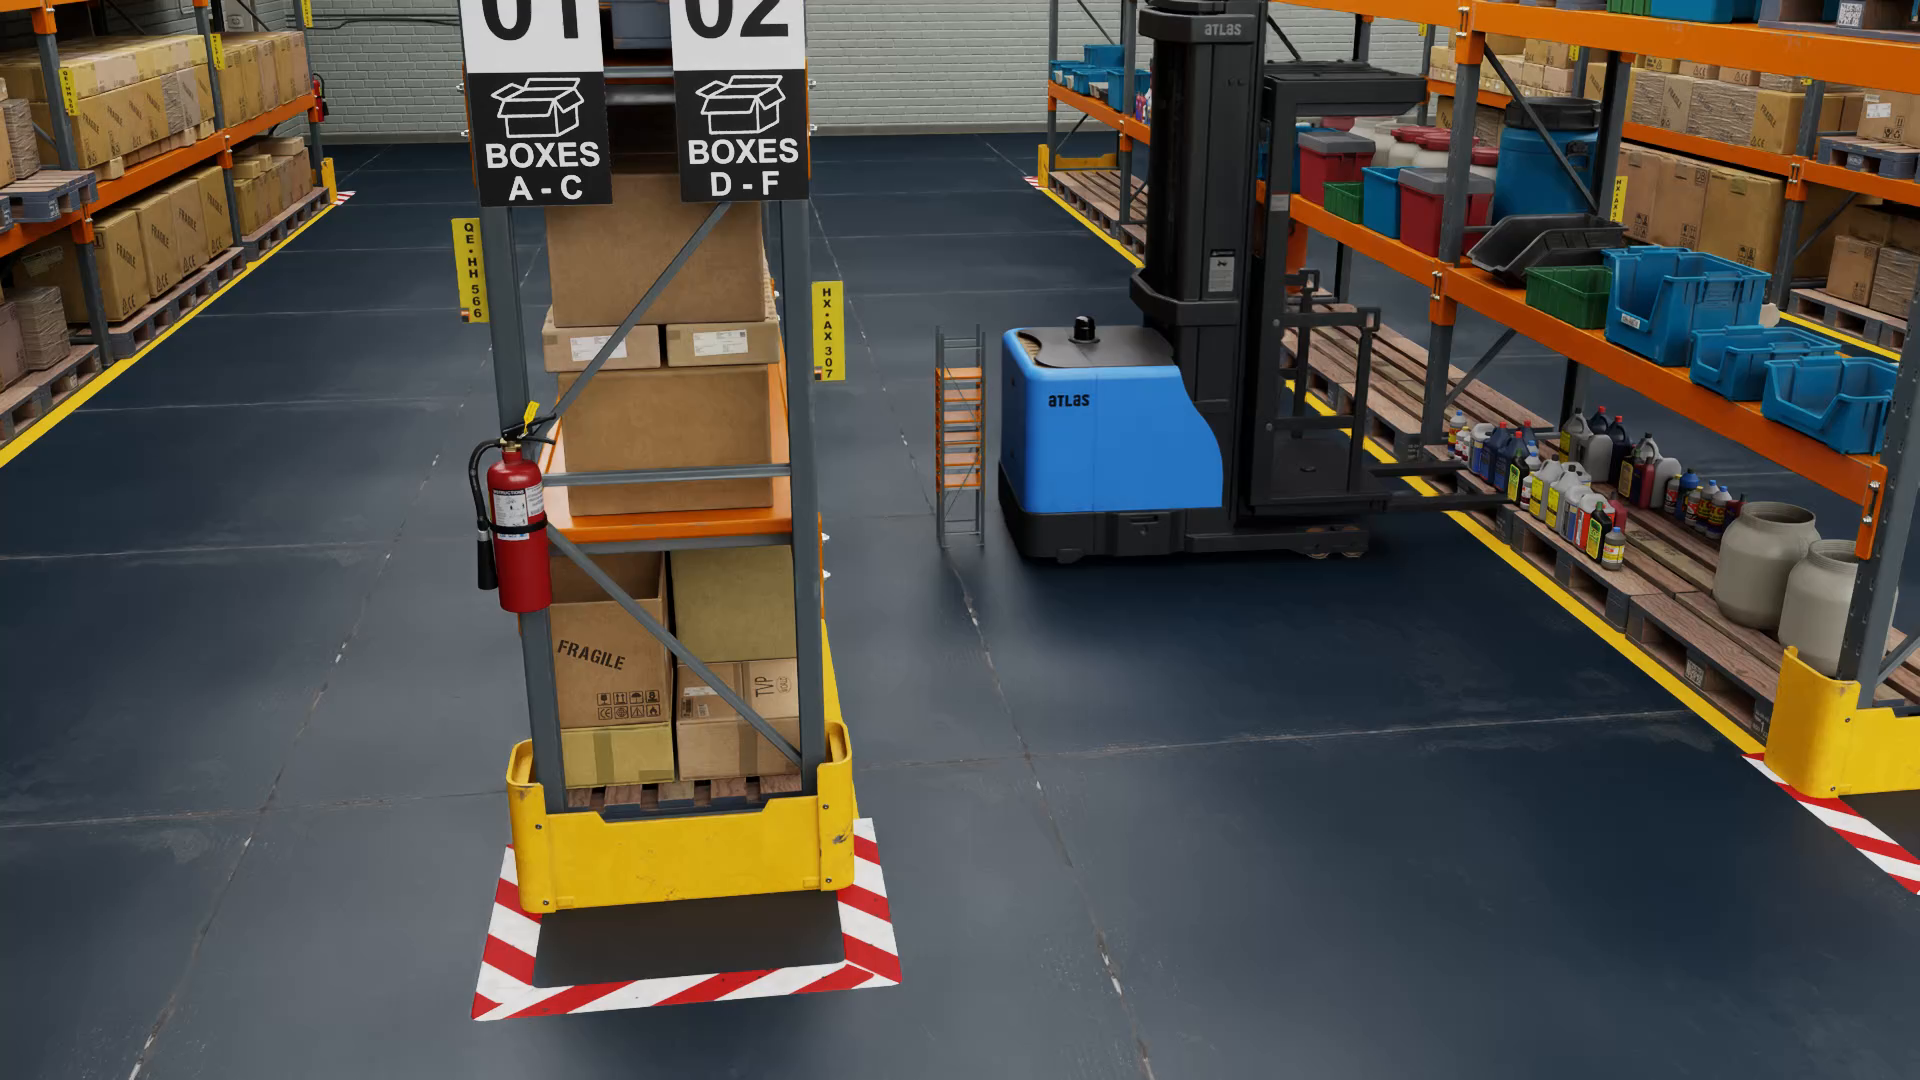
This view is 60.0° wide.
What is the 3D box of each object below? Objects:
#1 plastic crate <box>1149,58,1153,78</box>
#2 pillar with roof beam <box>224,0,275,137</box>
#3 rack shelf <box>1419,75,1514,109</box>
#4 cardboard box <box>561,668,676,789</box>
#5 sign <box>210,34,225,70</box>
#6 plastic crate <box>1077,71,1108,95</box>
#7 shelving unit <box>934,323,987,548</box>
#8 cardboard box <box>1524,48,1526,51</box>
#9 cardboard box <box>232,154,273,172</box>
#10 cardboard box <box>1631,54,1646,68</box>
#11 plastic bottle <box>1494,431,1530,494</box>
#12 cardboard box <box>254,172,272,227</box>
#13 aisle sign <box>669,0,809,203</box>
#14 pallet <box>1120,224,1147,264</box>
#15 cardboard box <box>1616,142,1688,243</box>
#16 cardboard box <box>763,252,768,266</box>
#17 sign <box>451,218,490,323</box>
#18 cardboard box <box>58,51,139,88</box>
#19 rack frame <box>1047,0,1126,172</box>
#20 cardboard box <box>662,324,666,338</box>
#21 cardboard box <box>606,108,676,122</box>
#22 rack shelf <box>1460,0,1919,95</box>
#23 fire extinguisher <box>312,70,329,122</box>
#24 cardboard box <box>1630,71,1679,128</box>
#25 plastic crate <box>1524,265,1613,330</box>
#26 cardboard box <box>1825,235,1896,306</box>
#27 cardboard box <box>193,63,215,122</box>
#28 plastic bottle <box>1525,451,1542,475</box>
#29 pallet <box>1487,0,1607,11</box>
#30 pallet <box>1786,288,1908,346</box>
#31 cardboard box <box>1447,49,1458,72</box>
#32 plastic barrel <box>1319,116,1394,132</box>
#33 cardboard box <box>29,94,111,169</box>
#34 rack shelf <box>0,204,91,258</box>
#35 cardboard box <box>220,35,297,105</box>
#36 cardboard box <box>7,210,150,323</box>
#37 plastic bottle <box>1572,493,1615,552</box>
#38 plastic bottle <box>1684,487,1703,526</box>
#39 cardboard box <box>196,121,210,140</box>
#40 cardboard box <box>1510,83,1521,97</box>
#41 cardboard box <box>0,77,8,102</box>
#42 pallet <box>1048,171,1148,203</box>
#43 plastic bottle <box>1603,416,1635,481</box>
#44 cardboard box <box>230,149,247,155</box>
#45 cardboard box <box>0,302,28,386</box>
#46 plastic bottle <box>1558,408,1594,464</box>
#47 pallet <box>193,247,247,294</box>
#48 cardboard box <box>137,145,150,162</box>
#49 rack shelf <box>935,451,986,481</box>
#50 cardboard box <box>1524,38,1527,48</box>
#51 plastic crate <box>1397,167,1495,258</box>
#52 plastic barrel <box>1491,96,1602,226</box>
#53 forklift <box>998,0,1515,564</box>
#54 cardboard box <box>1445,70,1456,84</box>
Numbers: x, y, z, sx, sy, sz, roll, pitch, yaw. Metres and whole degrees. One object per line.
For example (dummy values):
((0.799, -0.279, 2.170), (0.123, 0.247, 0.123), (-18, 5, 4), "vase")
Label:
((2.316, -4.990, 18.113), (0.402, 0.464, 0.583), (-3, 21, -8), "plastic crate")
((-5.169, -9.414, 21.561), (9.100, 9.000, 0.400), (-3, 21, -8), "pillar with roof beam")
((6.809, -5.216, 19.922), (1.077, 0.370, 4.000), (-3, 21, -8), "rack shelf")
((-1.346, 0.713, 6.348), (0.500, 0.250, 0.500), (-3, 21, -8), "cardboard box")
((-7.072, -4.647, 15.829), (0.100, 0.325, 0.005), (-3, 21, -8), "sign")
((1.562, -5.283, 19.228), (0.416, 0.233, 0.300), (-3, 21, -8), "plastic crate")
((0.002, -0.557, 8.993), (0.258, 1.200, 0.189), (-3, 21, -8), "shelving unit")
((6.926, -5.984, 20.740), (0.500, 0.250, 0.500), (-3, 21, -9), "cardboard box")
((-7.558, -4.013, 17.719), (0.380, 0.149, 0.250), (-4, 21, -9), "cardboard box")
((7.198, -5.156, 17.158), (0.797, 0.503, 0.637), (-3, 21, -9), "cardboard box")
((3.082, -0.440, 9.264), (0.144, 0.351, 0.185), (-4, 21, -10), "plastic bottle")
((-7.683, -3.575, 17.472), (0.700, 0.500, 0.500), (-3, 21, -8), "cardboard box")
((-0.664, -1.418, 5.009), (0.394, 0.787, 0.004), (-3, 21, -8), "aisle sign")
((2.266, -3.035, 17.040), (1.003, 0.211, 1.213), (-3, 21, -8), "pallet")
((7.339, -3.532, 16.821), (1.225, 0.875, 0.875), (-4, 21, -10), "cardboard box")
((-0.970, -1.062, 6.702), (0.380, 0.149, 0.250), (-4, 21, -10), "cardboard box")
((-1.515, -0.838, 5.179), (0.100, 0.325, 0.005), (-3, 21, -8), "sign")
((-6.995, -3.802, 13.440), (0.500, 0.250, 0.500), (-3, 21, -7), "cardboard box")
((1.620, -5.995, 20.981), (1.000, 3.000, 0.127), (-3, 21, -8), "rack frame")
((-1.111, -0.598, 6.387), (0.700, 0.500, 0.500), (-2, 21, -6), "cardboard box")
((-1.265, -1.572, 7.141), (0.700, 0.500, 0.500), (-3, 21, -8), "cardboard box")
((3.638, -2.216, 7.604), (1.077, 0.370, 4.000), (-3, 21, -8), "rack shelf")
((-7.749, -5.360, 19.924), (0.296, 0.674, 0.183), (-3, 21, -8), "fire extinguisher")
((7.061, -4.388, 16.534), (0.500, 0.500, 0.500), (-3, 21, -9), "cardboard box")
((3.266, -1.257, 8.598), (0.450, 0.188, 0.662), (-3, 21, -8), "plastic crate")
((7.790, -2.279, 13.976), (0.700, 0.500, 0.500), (-4, 21, -11), "cardboard box")
((-7.291, -4.159, 15.468), (0.500, 0.500, 0.500), (-3, 21, -9), "cardboard box")
((3.141, -0.354, 9.147), (0.097, 0.271, 0.097), (0, 20, 0), "plastic bottle")
((3.550, -2.912, 8.710), (1.213, 0.211, 1.003), (-3, 21, -8), "pallet")
((7.785, -1.898, 13.997), (1.003, 0.211, 1.213), (-3, 21, -8), "pallet")
((6.404, -5.955, 20.662), (0.500, 0.250, 0.500), (-3, 21, -8), "cardboard box")
((3.140, -3.144, 13.152), (0.600, 0.536, 0.708), (-3, 21, -8), "plastic barrel")
((-6.848, -3.102, 12.639), (0.500, 0.500, 0.500), (-2, 21, -6), "cardboard box")
((-6.742, -1.696, 10.499), (1.077, 0.370, 4.000), (-3, 21, -8), "rack shelf")
((-7.985, -5.209, 18.446), (0.980, 0.700, 0.700), (-3, 21, -8), "cardboard box")
((-7.007, -2.177, 13.229), (0.750, 0.750, 0.750), (-3, 21, -8), "cardboard box")
((3.218, -0.088, 8.429), (0.152, 0.276, 0.135), (-3, 21, -7), "plastic bottle")
((3.895, -0.182, 8.787), (0.097, 0.201, 0.097), (0, 20, 0), "plastic bottle")
((-7.219, -3.813, 15.470), (0.380, 0.149, 0.250), (-3, 21, -7), "cardboard box")
((6.581, -5.188, 19.178), (0.380, 0.149, 0.250), (-3, 21, -7), "cardboard box")
((-6.951, -3.165, 11.703), (0.380, 0.149, 0.250), (-6, 21, -15), "cardboard box")
((1.700, -4.402, 20.699), (1.003, 0.211, 1.213), (-3, 21, -8), "pallet")
((3.755, -0.531, 9.508), (0.144, 0.351, 0.185), (-4, 21, -10), "plastic bottle")
((-8.015, -4.182, 18.172), (0.380, 0.149, 0.250), (-3, 21, -7), "cardboard box")
((-6.916, -1.330, 11.434), (0.700, 0.500, 0.500), (-3, 21, -8), "cardboard box")
((3.585, -0.590, 9.666), (0.144, 0.351, 0.185), (-3, 21, -8), "plastic bottle")
((-7.422, -2.541, 15.718), (1.003, 0.211, 1.213), (-3, 21, -8), "pallet")
((-7.081, -3.274, 14.025), (0.380, 0.149, 0.250), (-3, 21, -7), "cardboard box")
((0.002, -0.403, 9.050), (0.258, 0.103, 0.180), (-3, 21, -8), "rack shelf")
((6.851, -6.510, 21.077), (0.500, 0.500, 0.500), (-3, 21, -7), "cardboard box")
((2.977, -2.023, 10.253), (0.402, 0.464, 0.583), (-3, 21, -8), "plastic crate")
((3.594, -2.224, 10.168), (0.600, 0.901, 0.708), (-3, 21, -8), "plastic barrel")
((1.776, -1.452, 8.916), (3.031, 2.935, 1.130), (-2, 21, -6), "forklift")
((6.321, -5.811, 20.845), (0.380, 0.149, 0.250), (-3, 21, -9), "cardboard box")
